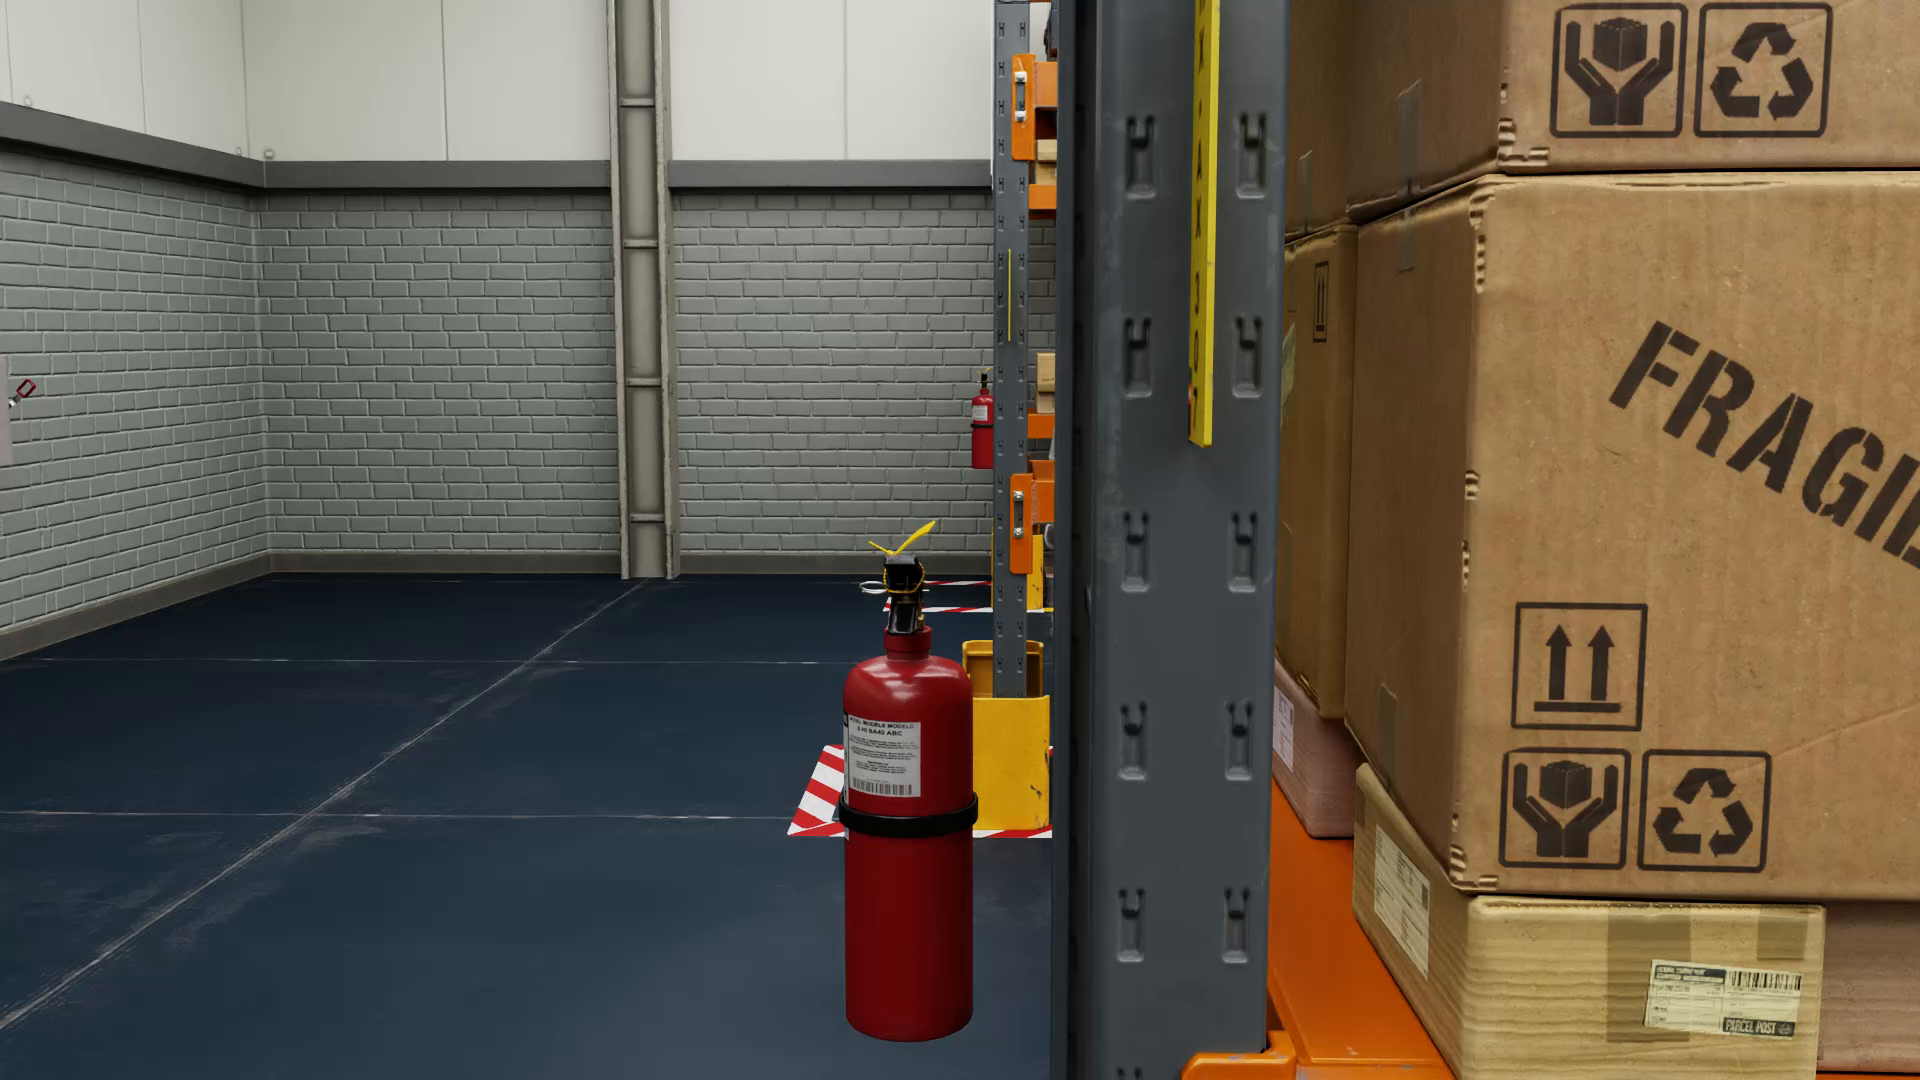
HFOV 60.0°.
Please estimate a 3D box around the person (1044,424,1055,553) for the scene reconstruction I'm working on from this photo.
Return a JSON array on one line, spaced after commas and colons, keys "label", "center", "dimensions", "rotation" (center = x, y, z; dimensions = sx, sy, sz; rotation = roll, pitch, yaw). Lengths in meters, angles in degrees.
[{"label": "person", "center": [0.739, -0.088, 8.426], "dimensions": [0.627, 1.774, 0.449], "rotation": [0, 7, -2]}]
